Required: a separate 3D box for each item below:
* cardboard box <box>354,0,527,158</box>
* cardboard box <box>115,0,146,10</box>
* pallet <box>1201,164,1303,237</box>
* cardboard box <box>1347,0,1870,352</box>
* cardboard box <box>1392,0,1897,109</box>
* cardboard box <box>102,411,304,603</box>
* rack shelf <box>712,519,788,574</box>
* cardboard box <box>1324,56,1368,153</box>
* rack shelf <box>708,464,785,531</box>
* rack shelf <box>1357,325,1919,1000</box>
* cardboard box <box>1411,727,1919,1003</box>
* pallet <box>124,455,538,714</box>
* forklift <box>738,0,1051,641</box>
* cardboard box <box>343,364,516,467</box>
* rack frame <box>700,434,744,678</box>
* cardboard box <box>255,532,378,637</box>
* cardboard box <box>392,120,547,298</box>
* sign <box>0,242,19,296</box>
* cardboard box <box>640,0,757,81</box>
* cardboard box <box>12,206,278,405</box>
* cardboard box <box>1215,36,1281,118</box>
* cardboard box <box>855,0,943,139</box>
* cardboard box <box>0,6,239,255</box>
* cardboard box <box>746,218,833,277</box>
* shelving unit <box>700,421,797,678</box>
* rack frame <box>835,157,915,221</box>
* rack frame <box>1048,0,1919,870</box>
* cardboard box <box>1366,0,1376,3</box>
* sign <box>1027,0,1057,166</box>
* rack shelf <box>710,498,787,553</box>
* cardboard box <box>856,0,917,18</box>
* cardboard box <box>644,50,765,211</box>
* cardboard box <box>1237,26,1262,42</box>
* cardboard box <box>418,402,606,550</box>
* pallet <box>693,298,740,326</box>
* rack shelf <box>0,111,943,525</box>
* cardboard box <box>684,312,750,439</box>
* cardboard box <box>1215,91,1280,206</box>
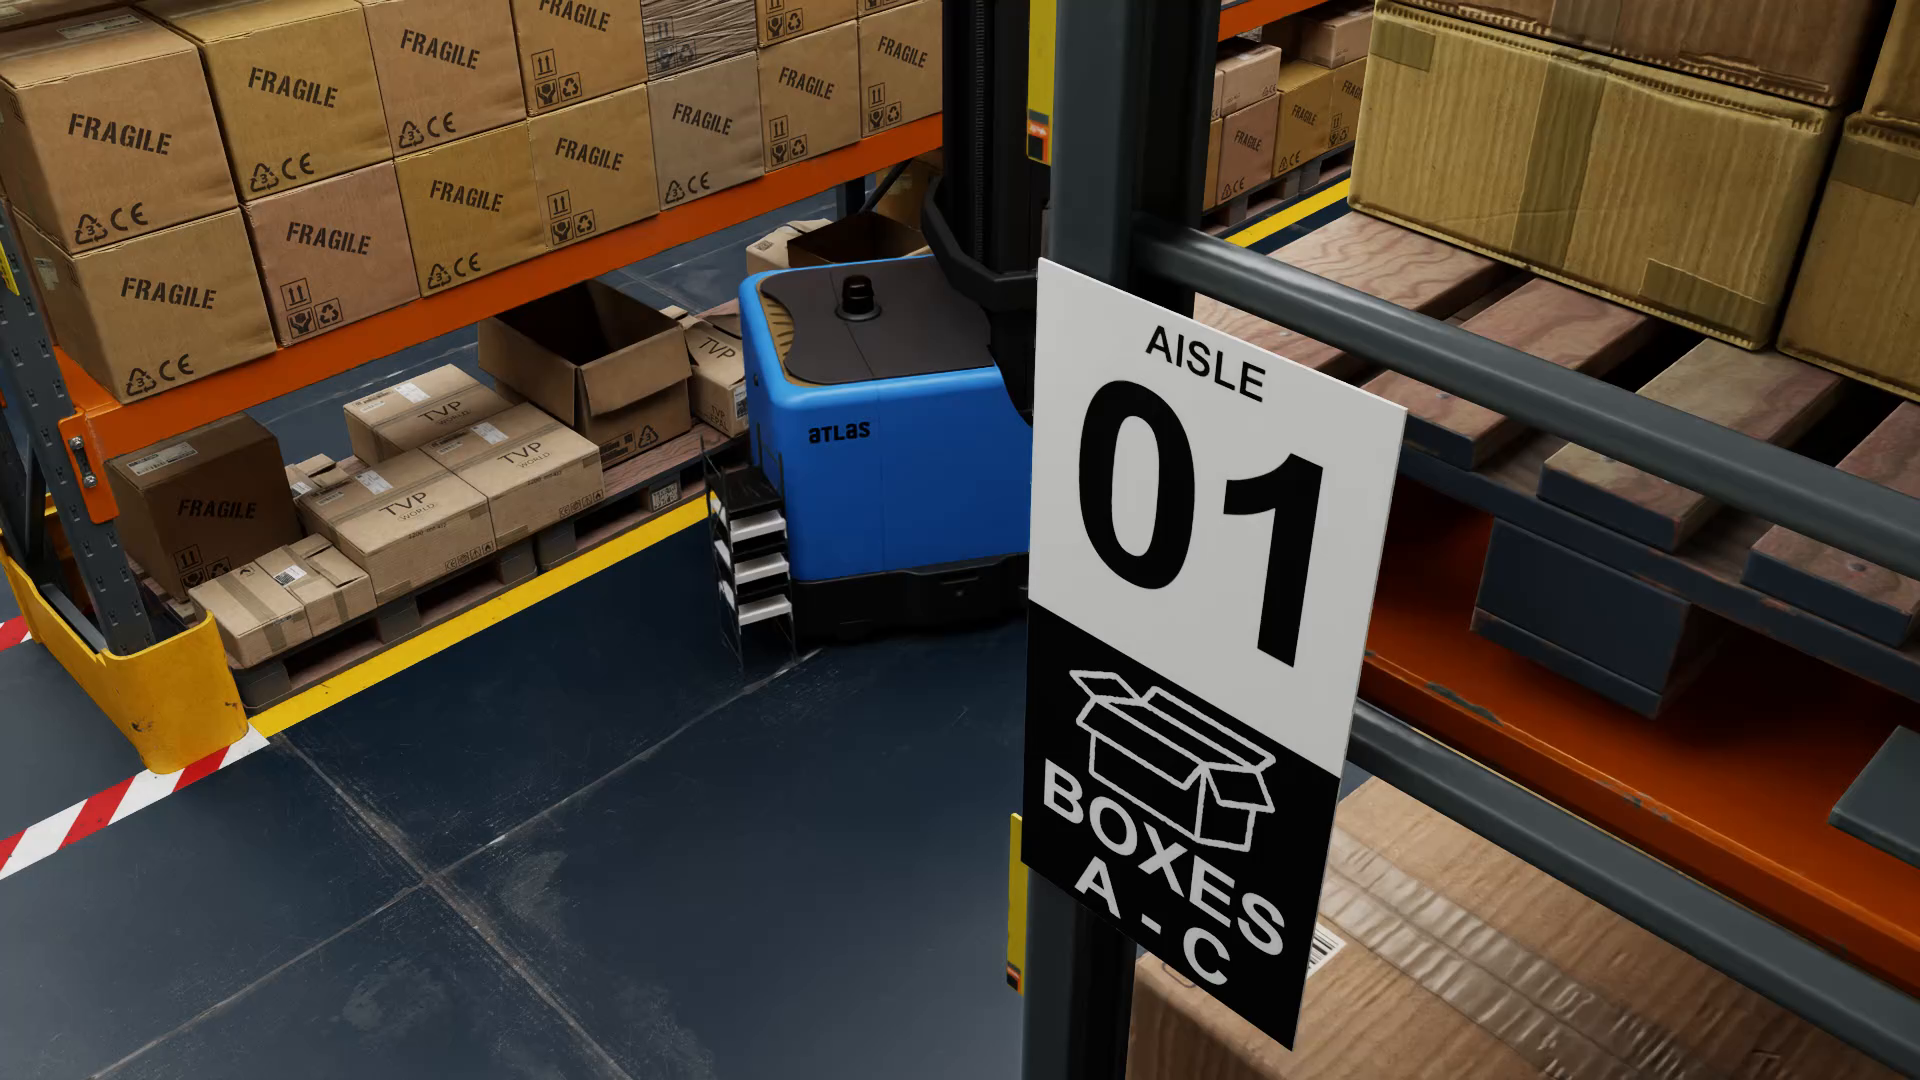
[{"bbox_3d":[-1.822,-1.638,5.515,0.500,0.500,0.500,-29,44,-35],"label":"cardboard box"},{"bbox_3d":[-2.567,-1.645,5.525,0.500,0.500,0.500,-29,44,-34],"label":"cardboard box"},{"bbox_3d":[1.183,-2.020,9.462,1.003,0.211,1.213,30,45,35],"label":"pallet"},{"bbox_3d":[0.805,-0.488,1.882,0.500,0.250,0.500,-28,44,-34],"label":"cardboard box"},{"bbox_3d":[0.799,-0.798,1.671,0.500,0.500,0.500,29,44,35],"label":"cardboard box"},{"bbox_3d":[-2.832,-0.172,6.175,0.500,0.500,0.500,30,45,35],"label":"cardboard box"},{"bbox_3d":[-0.745,-0.002,5.867,0.200,0.077,0.258,-15,38,-21],"label":"rack shelf"},{"bbox_3d":[2.103,-2.625,9.692,0.500,0.500,0.500,-28,44,-34],"label":"cardboard box"},{"bbox_3d":[-0.745,-0.150,5.764,0.200,0.077,0.258,-15,38,-21],"label":"rack shelf"},{"bbox_3d":[1.886,-0.449,2.778,1.077,0.370,4.000,30,45,35],"label":"rack shelf"},{"bbox_3d":[1.334,0.664,2.913,0.980,0.700,0.700,29,44,35],"label":"cardboard box"},{"bbox_3d":[-2.426,0.092,6.433,1.003,0.211,1.213,30,45,35],"label":"pallet"},{"bbox_3d":[0.718,-1.271,6.011,3.031,2.935,1.130,-8,36,-11],"label":"forklift"},{"bbox_3d":[-2.142,-0.443,6.782,0.500,0.250,0.500,30,45,35],"label":"cardboard box"},{"bbox_3d":[-0.837,0.069,5.864,0.006,0.900,0.240,-15,38,-21],"label":"rack frame"},{"bbox_3d":[-2.326,0.152,6.002,0.380,0.166,0.250,30,45,35],"label":"cardboard box"},{"bbox_3d":[-1.826,-1.226,5.798,0.500,0.500,0.500,29,44,35],"label":"cardboard box"},{"bbox_3d":[-2.656,-0.833,4.566,0.100,0.325,0.005,30,45,35],"label":"sign"},{"bbox_3d":[-1.109,-2.048,6.103,0.500,0.500,0.500,-30,44,-35],"label":"cardboard box"},{"bbox_3d":[-2.541,-0.812,5.204,0.500,0.500,0.500,-29,44,-35],"label":"cardboard box"},{"bbox_3d":[1.349,-2.491,8.845,0.500,0.250,0.500,29,44,35],"label":"cardboard box"},{"bbox_3d":[-0.393,-2.055,6.987,0.500,0.500,0.500,-29,44,-35],"label":"cardboard box"},{"bbox_3d":[-2.541,-1.222,4.918,0.500,0.500,0.500,-28,44,-34],"label":"cardboard box"},{"bbox_3d":[-0.672,-1.315,7.979,0.500,0.311,0.500,30,45,35],"label":"cardboard box"},{"bbox_3d":[-0.745,0.044,5.900,0.210,0.900,0.258,-15,38,-21],"label":"shelving unit"},{"bbox_3d":[-0.222,-2.320,7.455,1.000,3.000,0.127,30,45,35],"label":"rack frame"},{"bbox_3d":[0.477,-1.162,0.550,1.000,3.000,0.127,30,45,35],"label":"rack frame"},{"bbox_3d":[2.790,-3.530,10.736,0.500,0.311,0.500,-29,44,-35],"label":"cardboard box"},{"bbox_3d":[0.102,-0.487,1.499,0.100,0.325,0.005,30,45,35],"label":"sign"},{"bbox_3d":[-0.745,-0.076,5.816,0.200,0.077,0.258,-15,38,-21],"label":"rack shelf"},{"bbox_3d":[-0.395,-2.462,6.696,0.500,0.500,0.500,-30,45,-35],"label":"cardboard box"},{"bbox_3d":[-1.115,-1.636,6.386,0.500,0.500,0.500,-29,44,-35],"label":"cardboard box"},{"bbox_3d":[1.707,-2.815,9.965,0.500,0.500,0.500,28,44,34],"label":"cardboard box"},{"bbox_3d":[-1.752,-0.262,6.522,0.500,0.250,0.500,30,45,35],"label":"cardboard box"},{"bbox_3d":[-0.707,-0.898,7.853,1.003,0.211,1.213,30,45,35],"label":"pallet"},{"bbox_3d":[-1.632,-1.213,6.497,1.077,0.370,4.000,30,45,35],"label":"rack shelf"},{"bbox_3d":[-0.951,-0.748,7.166,0.500,0.311,0.500,30,45,35],"label":"cardboard box"},{"bbox_3d":[1.373,-2.200,9.082,0.500,0.500,0.500,28,43,34],"label":"cardboard box"}]
